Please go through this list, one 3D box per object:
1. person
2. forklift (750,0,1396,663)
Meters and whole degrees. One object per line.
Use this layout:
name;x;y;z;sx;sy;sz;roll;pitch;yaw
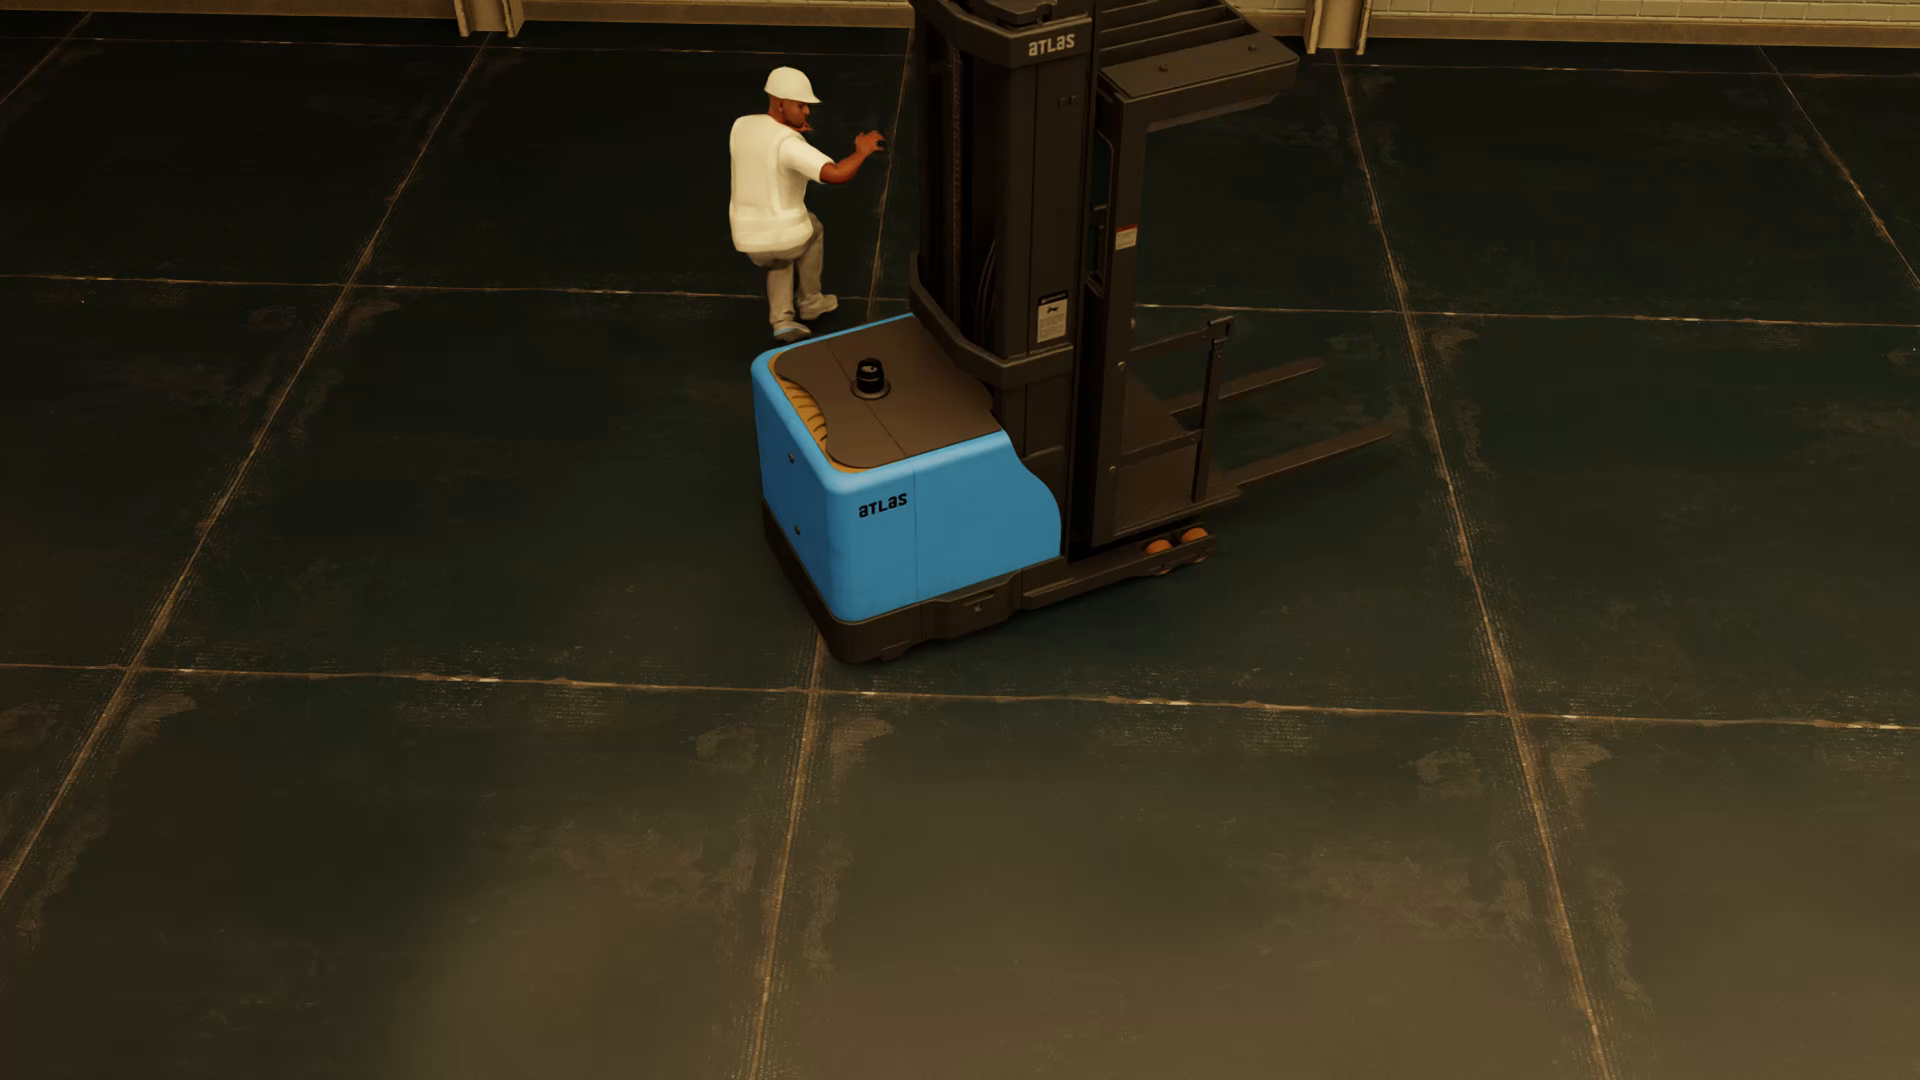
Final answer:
person;-0.783;-1.826;8.828;0.850;1.482;1.103;12;44;12
forklift;0.635;-1.224;7.083;3.031;2.935;1.130;-18;45;-18
